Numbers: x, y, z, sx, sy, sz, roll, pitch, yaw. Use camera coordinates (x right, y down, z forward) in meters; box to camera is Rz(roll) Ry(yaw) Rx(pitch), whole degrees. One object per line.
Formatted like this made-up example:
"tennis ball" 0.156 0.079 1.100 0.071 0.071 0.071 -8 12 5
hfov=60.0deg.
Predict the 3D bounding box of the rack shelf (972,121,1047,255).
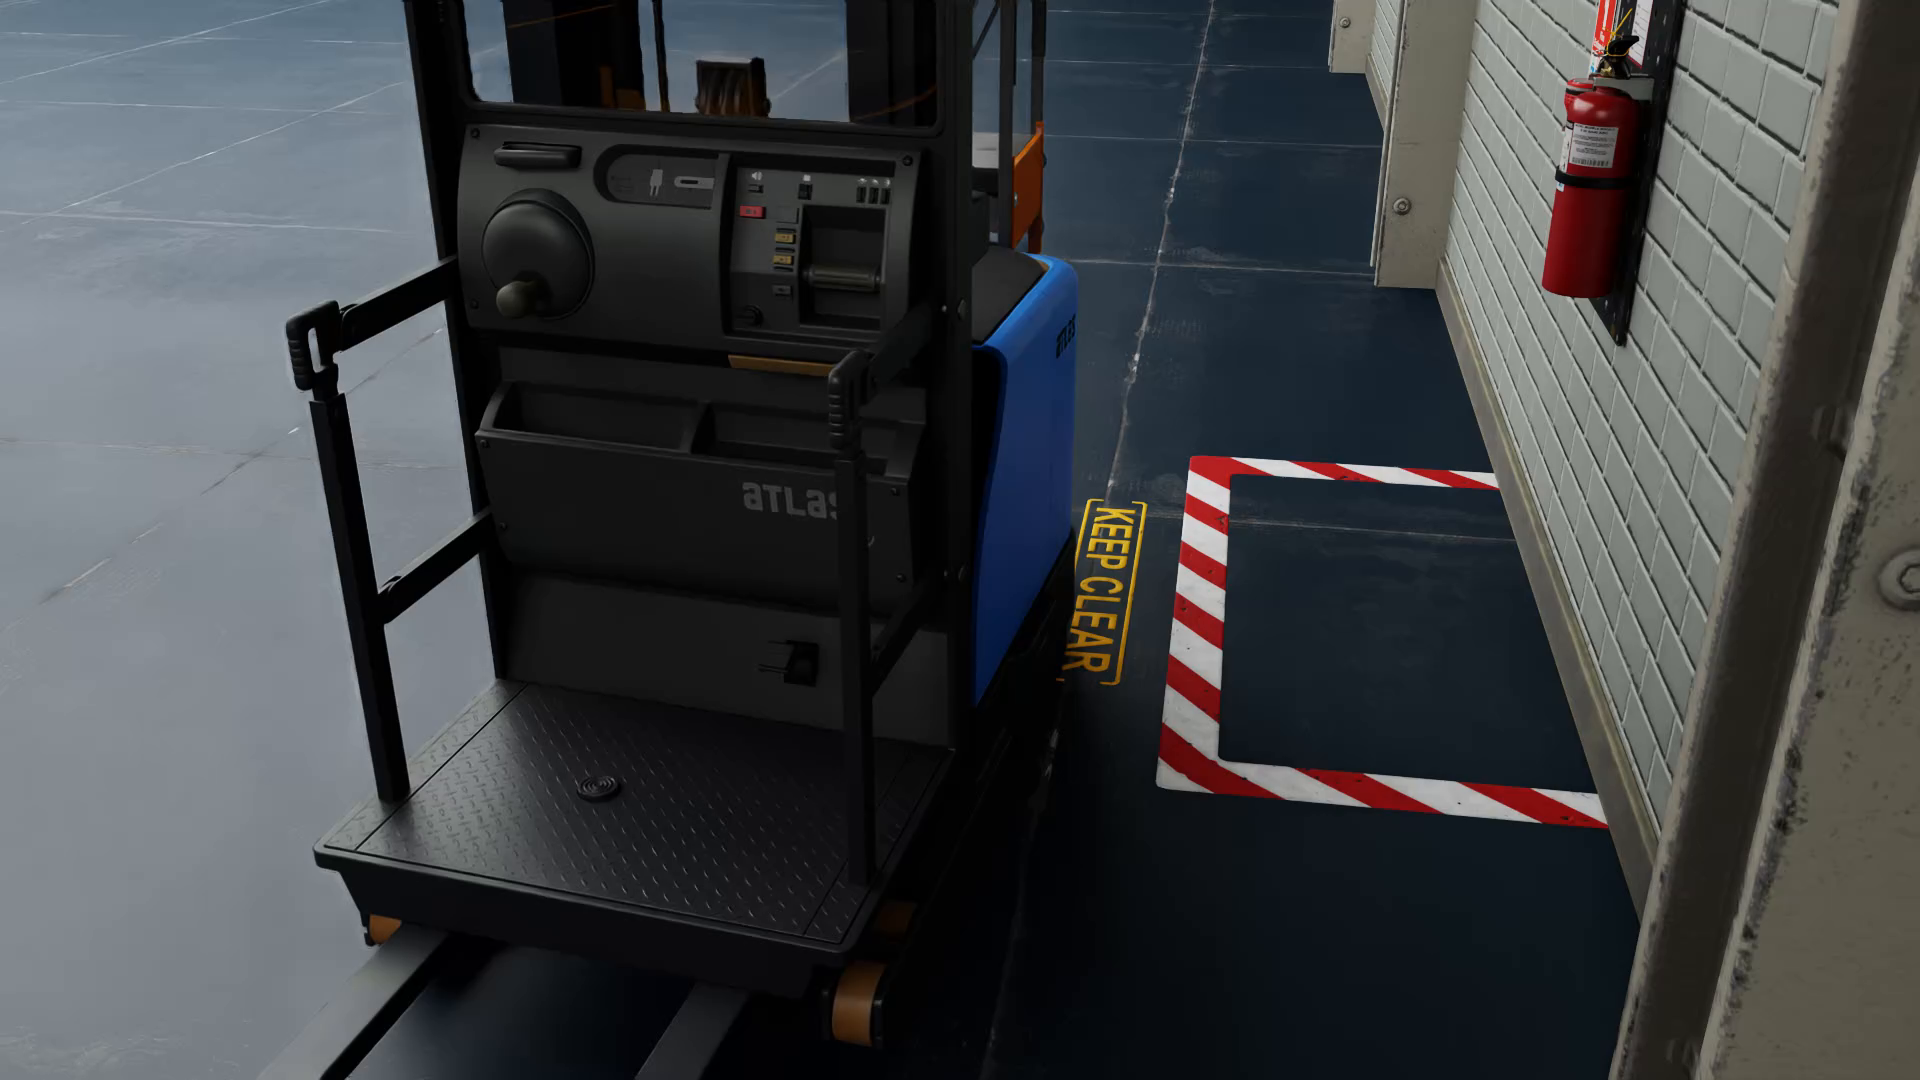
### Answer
"rack shelf" -0.010 -0.879 4.684 0.431 0.518 0.480 5 26 11

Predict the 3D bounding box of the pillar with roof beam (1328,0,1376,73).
"pillar with roof beam" -1.137 -8.145 12.037 9.100 9.000 0.400 4 25 9

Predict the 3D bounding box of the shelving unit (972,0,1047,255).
"shelving unit" -0.010 -0.892 4.678 0.431 2.100 0.503 5 26 11

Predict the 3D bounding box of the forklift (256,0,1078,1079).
"forklift" -0.582 -0.546 2.958 1.130 2.935 3.031 7 26 15

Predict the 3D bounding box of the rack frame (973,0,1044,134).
"rack frame" 0.040 -0.993 4.894 0.400 2.100 0.015 5 26 11

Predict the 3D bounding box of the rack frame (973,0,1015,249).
"rack frame" -0.060 -0.790 4.462 0.400 2.100 0.015 5 26 11

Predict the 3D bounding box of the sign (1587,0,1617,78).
"sign" 1.783 -1.382 4.623 0.001 0.329 0.234 4 25 9

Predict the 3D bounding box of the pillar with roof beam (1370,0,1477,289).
"pillar with roof beam" -2.117 -5.636 6.676 9.100 9.000 0.400 4 25 9

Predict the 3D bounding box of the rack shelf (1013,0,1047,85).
"rack shelf" -0.010 -1.513 4.387 0.431 0.518 0.480 5 26 11

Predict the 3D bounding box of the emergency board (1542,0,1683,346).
"emergency board" 1.591 -1.142 4.152 0.194 1.169 0.643 4 25 9
